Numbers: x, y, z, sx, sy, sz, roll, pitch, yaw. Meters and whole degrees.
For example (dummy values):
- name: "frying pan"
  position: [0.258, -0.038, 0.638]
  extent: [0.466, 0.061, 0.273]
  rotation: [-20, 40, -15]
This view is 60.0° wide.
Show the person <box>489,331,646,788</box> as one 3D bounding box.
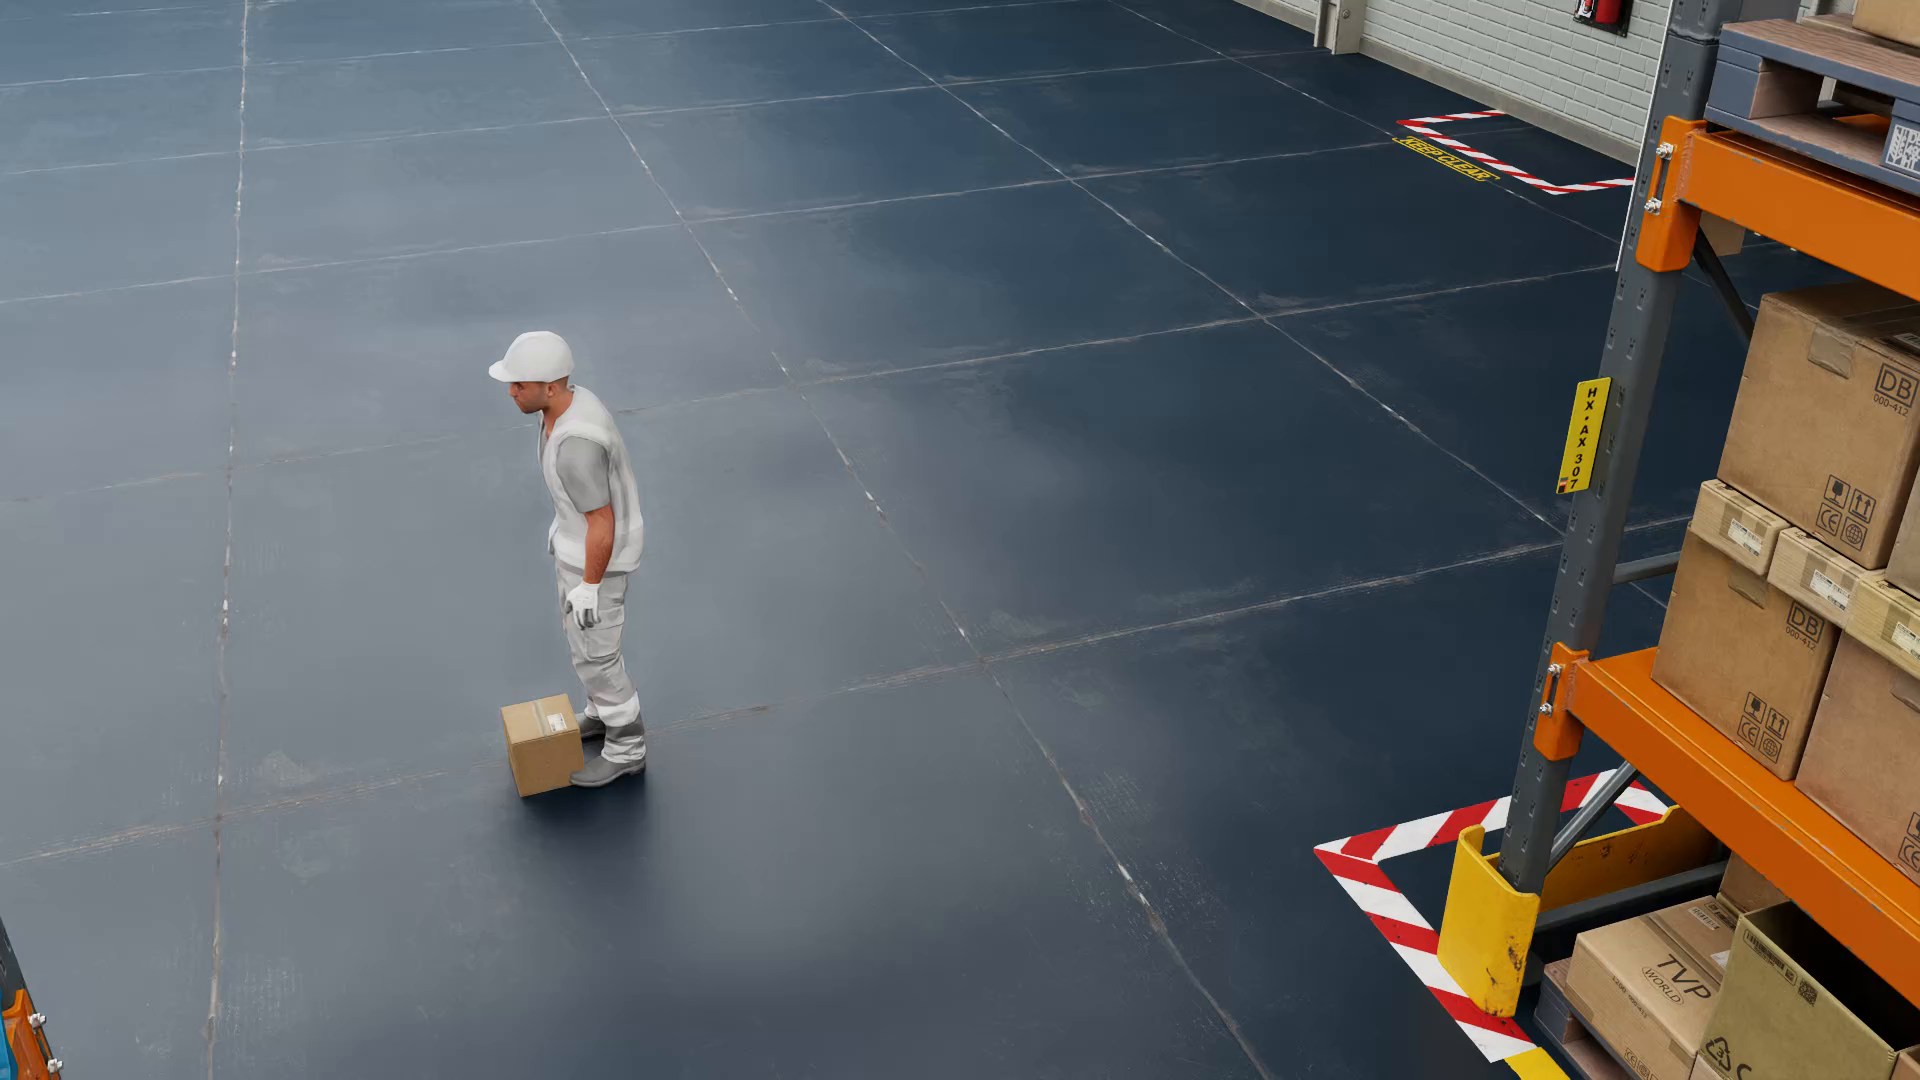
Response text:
- name: "person"
  position: [-1.366, 0.064, 5.999]
  extent: [0.449, 1.779, 0.609]
  rotation: [-10, 31, -17]
